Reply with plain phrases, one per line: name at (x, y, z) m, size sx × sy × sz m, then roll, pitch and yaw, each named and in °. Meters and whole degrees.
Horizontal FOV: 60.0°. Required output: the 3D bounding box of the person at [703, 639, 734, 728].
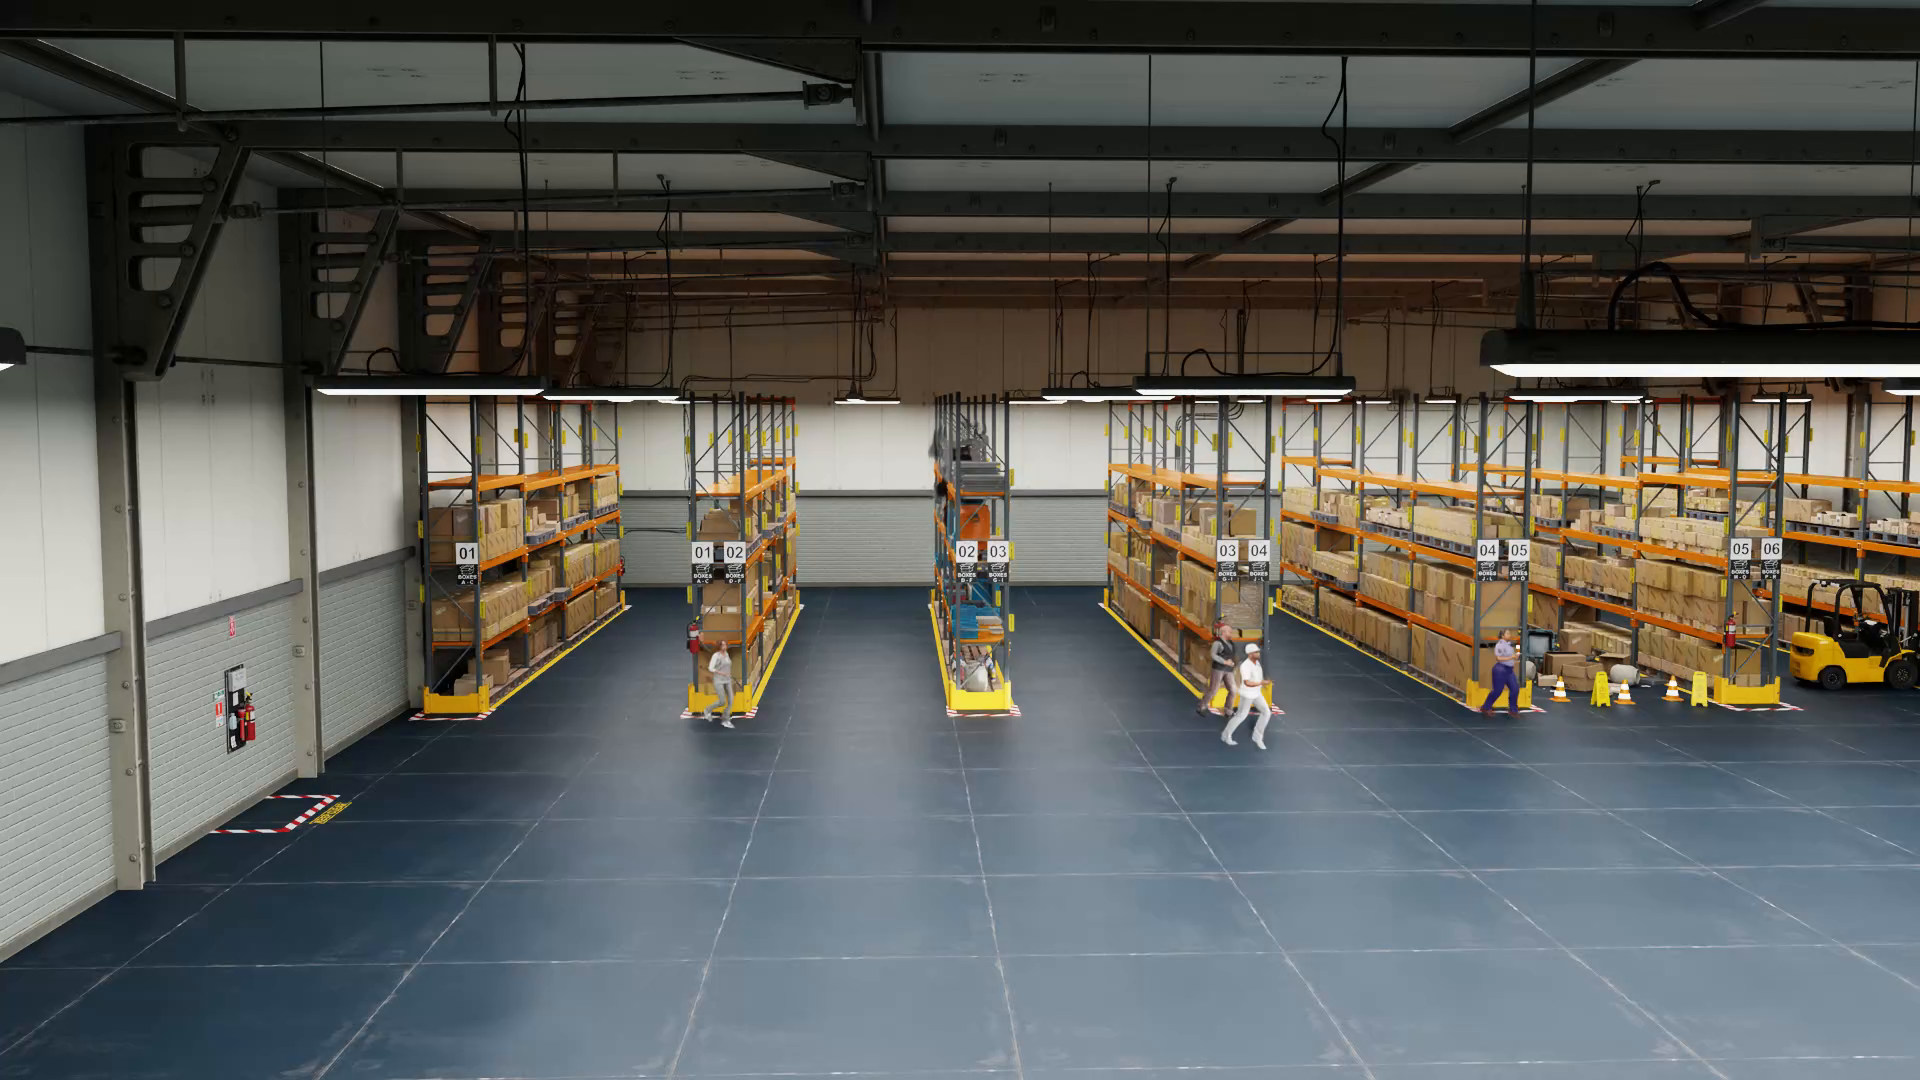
person at (-4.309, 2.562, 29.753) m, size 0.637 × 1.592 × 0.535 m, roll 3°, pitch 5°, yaw 33°

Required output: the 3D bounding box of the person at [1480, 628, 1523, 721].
person at (9.936, 2.464, 30.465) m, size 0.732 × 1.706 × 0.600 m, roll 4°, pitch 6°, yaw 42°

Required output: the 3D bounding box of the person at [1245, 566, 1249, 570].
person at (8.005, 1.273, 45.273) m, size 0.624 × 1.756 × 0.727 m, roll 0°, pitch 5°, yaw -1°

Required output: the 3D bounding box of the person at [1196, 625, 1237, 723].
person at (4.790, 2.448, 30.386) m, size 0.705 × 1.794 × 0.746 m, roll -4°, pitch 6°, yaw -40°

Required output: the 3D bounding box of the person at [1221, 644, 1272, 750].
person at (4.843, 2.618, 27.822) m, size 0.894 × 1.800 × 0.710 m, roll 3°, pitch 6°, yaw 35°
